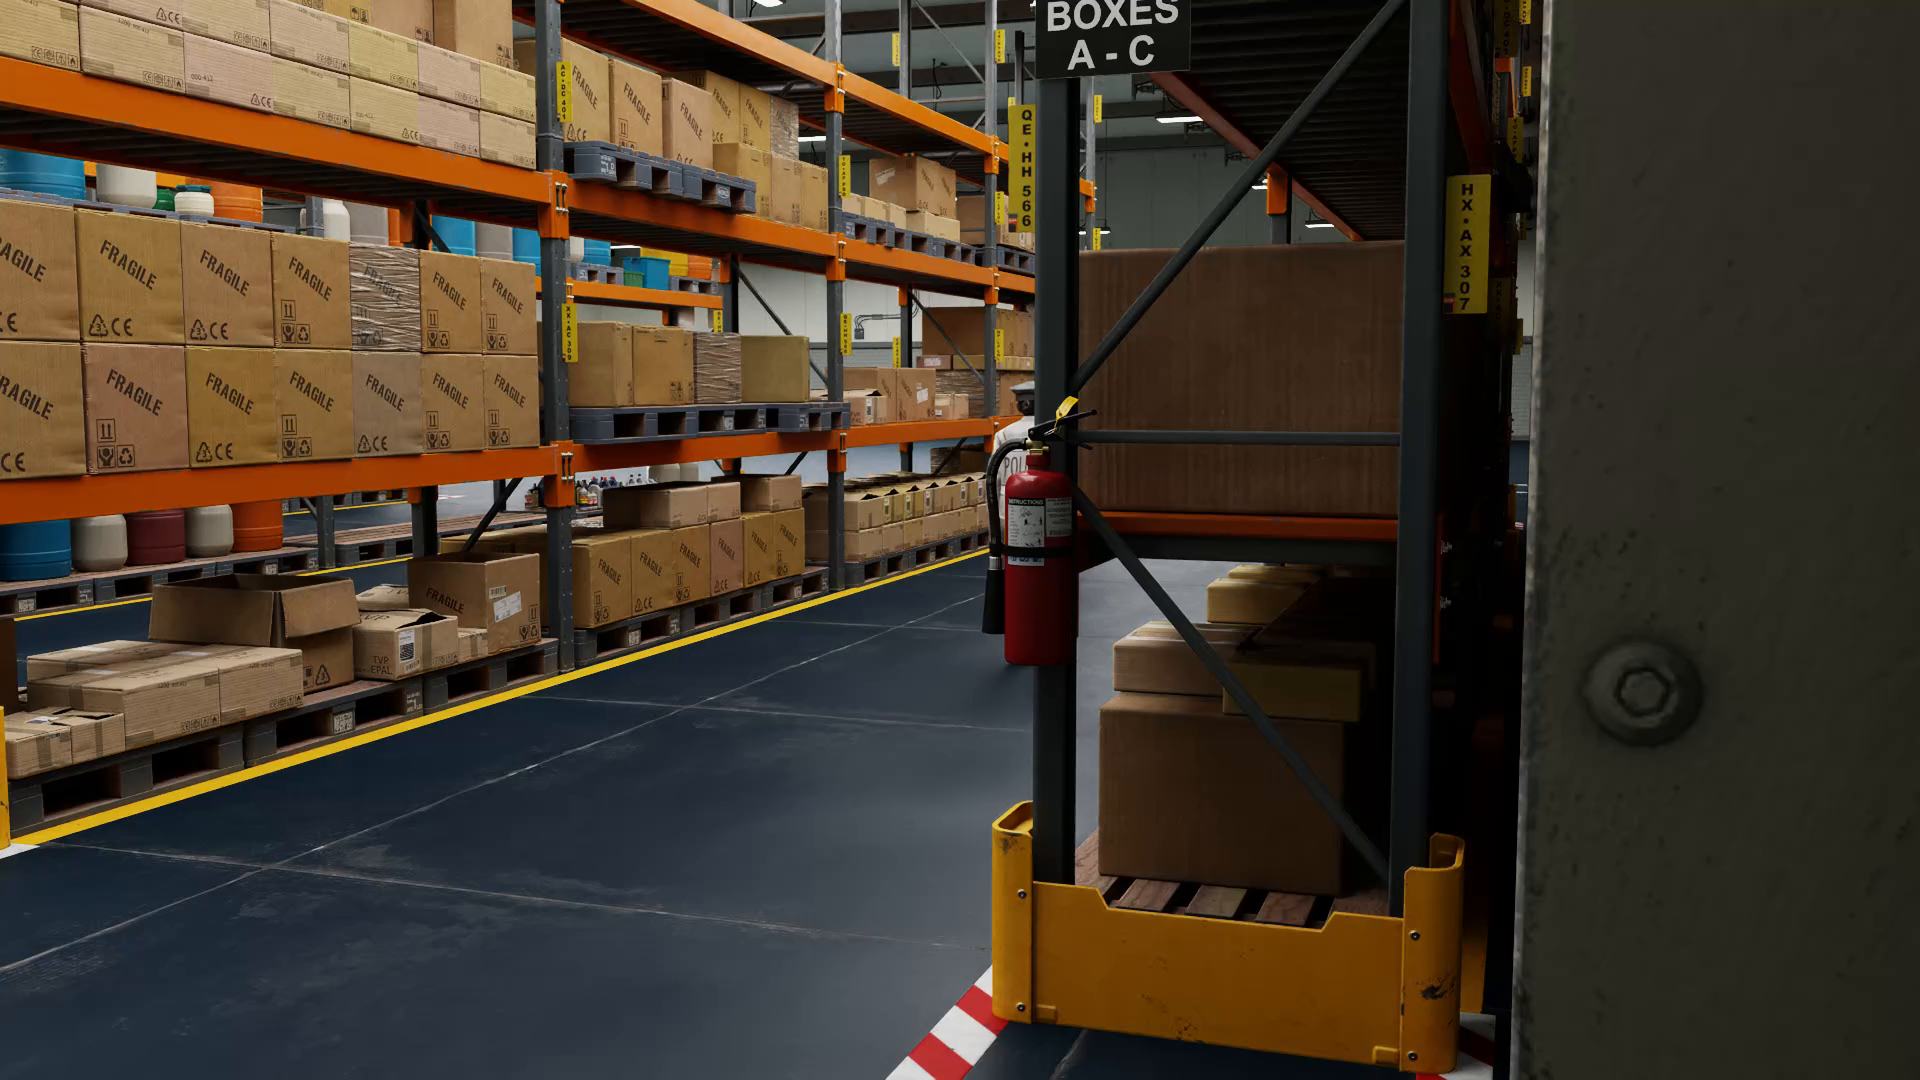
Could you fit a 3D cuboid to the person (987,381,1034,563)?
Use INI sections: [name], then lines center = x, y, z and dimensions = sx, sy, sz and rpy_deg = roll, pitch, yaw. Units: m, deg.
[person]
center = 0.423, -0.098, 9.782
dimensions = 0.528, 1.663, 0.408
rpy_deg = 2, 6, 19
